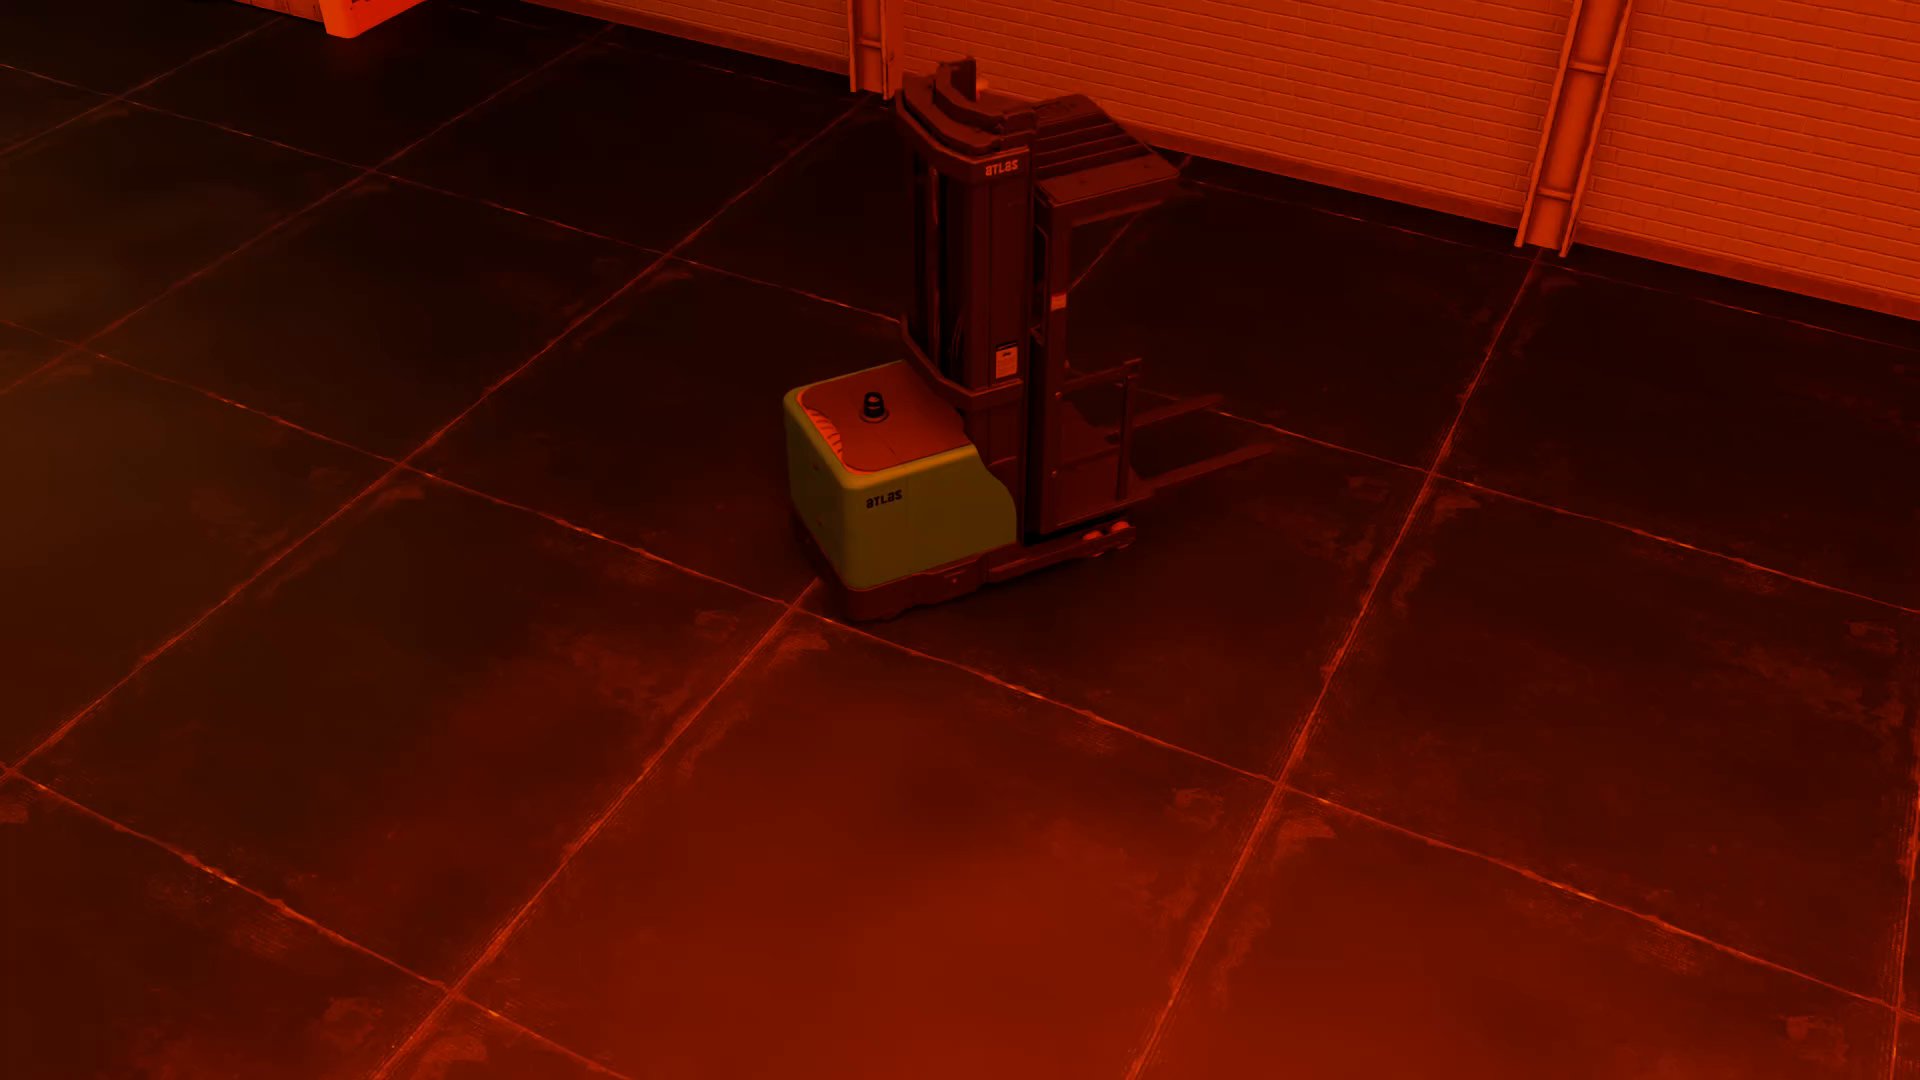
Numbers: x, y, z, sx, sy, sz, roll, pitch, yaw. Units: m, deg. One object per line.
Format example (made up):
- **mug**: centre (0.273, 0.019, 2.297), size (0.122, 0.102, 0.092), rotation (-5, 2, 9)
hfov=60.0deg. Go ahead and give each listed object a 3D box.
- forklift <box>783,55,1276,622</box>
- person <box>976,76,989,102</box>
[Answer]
- **forklift**: centre (0.513, -1.303, 9.533), size (3.031, 2.935, 1.130), rotation (-18, 43, -20)
- **person**: centre (0.041, -2.627, 12.094), size (0.395, 1.668, 0.486), rotation (-6, 40, -7)
